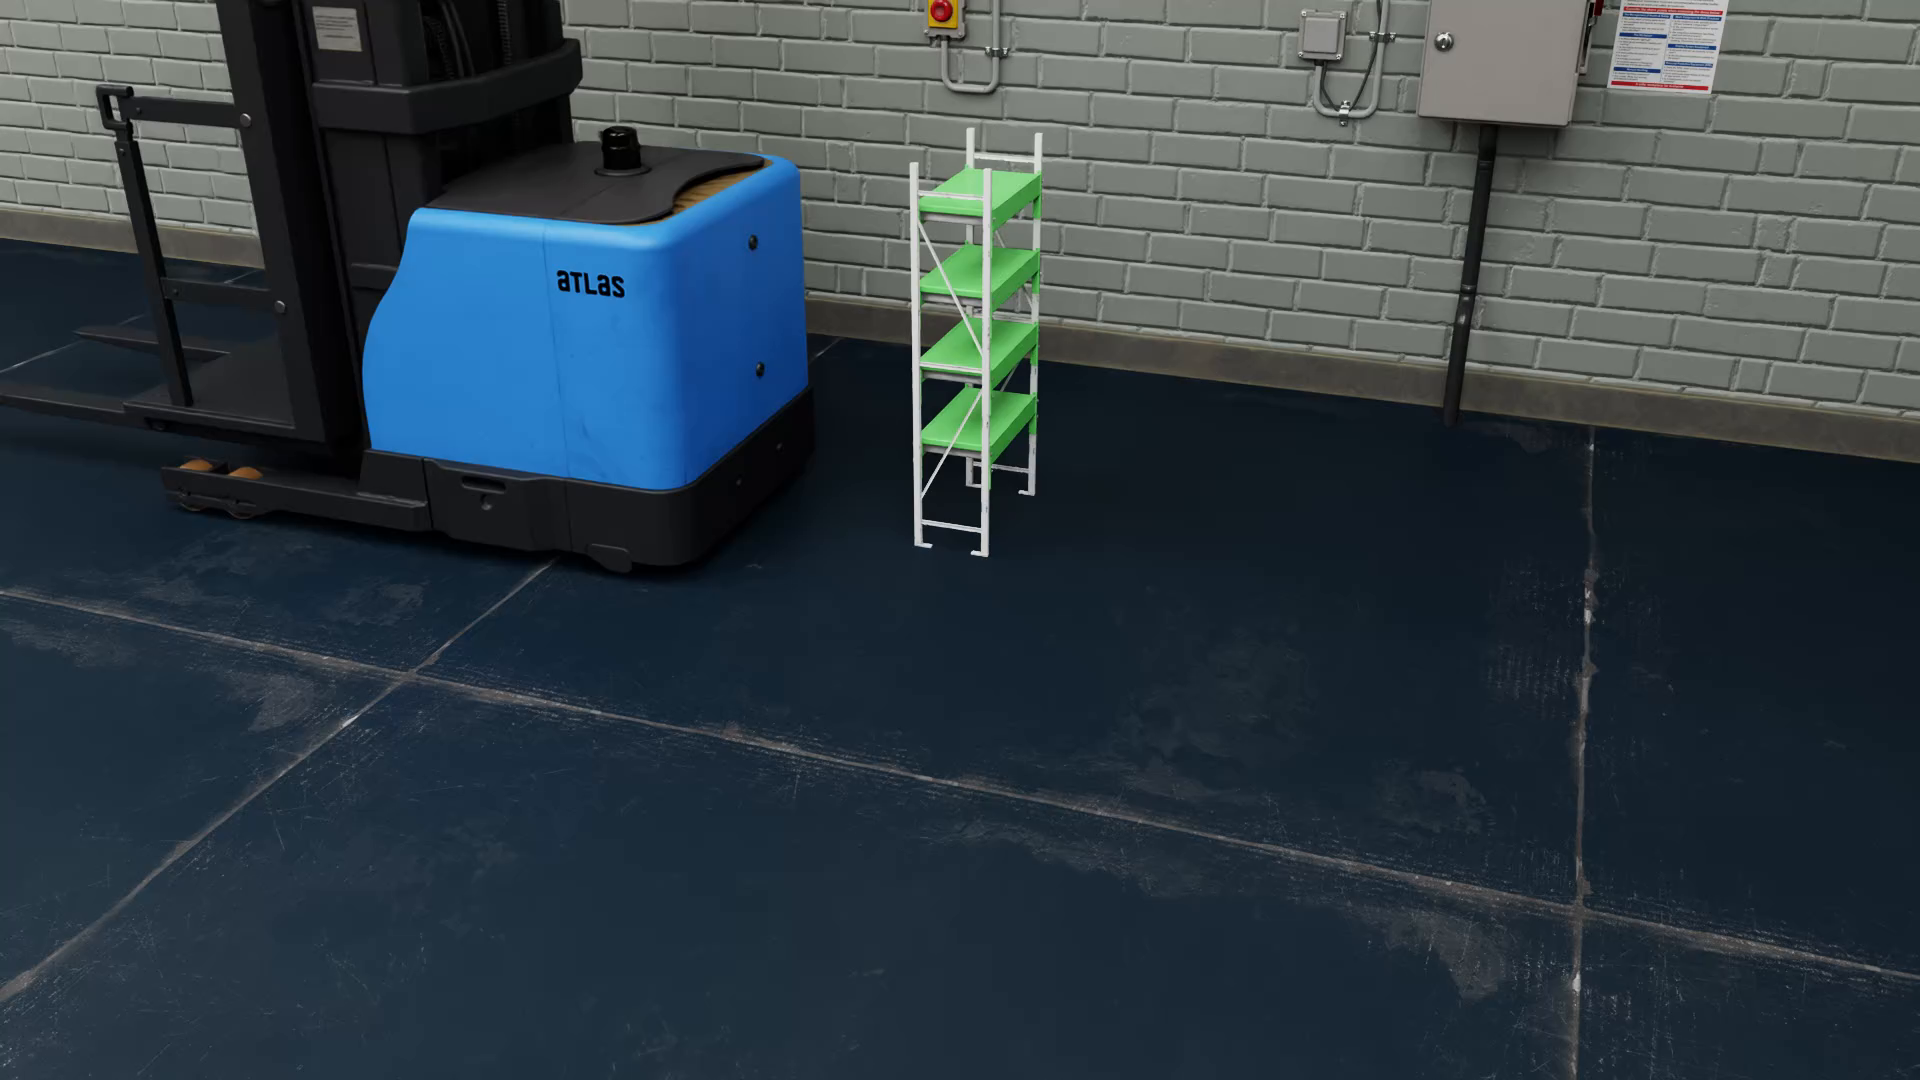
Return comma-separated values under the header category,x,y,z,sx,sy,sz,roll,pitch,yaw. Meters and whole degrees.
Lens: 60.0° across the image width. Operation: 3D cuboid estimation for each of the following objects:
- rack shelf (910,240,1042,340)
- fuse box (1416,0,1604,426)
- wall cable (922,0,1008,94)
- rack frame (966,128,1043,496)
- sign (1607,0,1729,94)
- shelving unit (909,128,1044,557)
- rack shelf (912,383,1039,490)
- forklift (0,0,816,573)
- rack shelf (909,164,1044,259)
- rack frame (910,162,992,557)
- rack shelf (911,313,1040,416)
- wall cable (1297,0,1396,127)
category,x,y,z,sx,sy,sz,roll,pitch,yaw
rack shelf,0.055,-0.767,5.052,0.258,0.148,0.480,9,27,17
fuse box,1.823,-1.187,5.739,0.539,1.711,0.414,9,27,17
wall cable,-0.110,-2.603,5.983,0.585,1.953,0.123,9,27,17
rack frame,0.136,-0.708,5.336,0.240,1.200,0.015,9,27,17
sign,2.357,-1.738,5.506,0.329,0.494,0.001,9,27,17
shelving unit,0.055,-0.608,5.129,0.258,1.200,0.503,9,27,17
rack shelf,0.055,-0.335,5.261,0.258,0.148,0.480,9,27,17
forklift,-2.071,-1.593,5.176,3.031,2.935,1.130,8,27,17
rack shelf,0.055,-0.983,4.948,0.258,0.148,0.480,9,27,17
rack frame,-0.026,-0.508,4.922,0.240,1.200,0.015,9,27,17
rack shelf,0.055,-0.551,5.157,0.258,0.148,0.480,9,27,17
wall cable,1.232,-2.388,5.574,0.588,1.984,0.122,9,27,17
